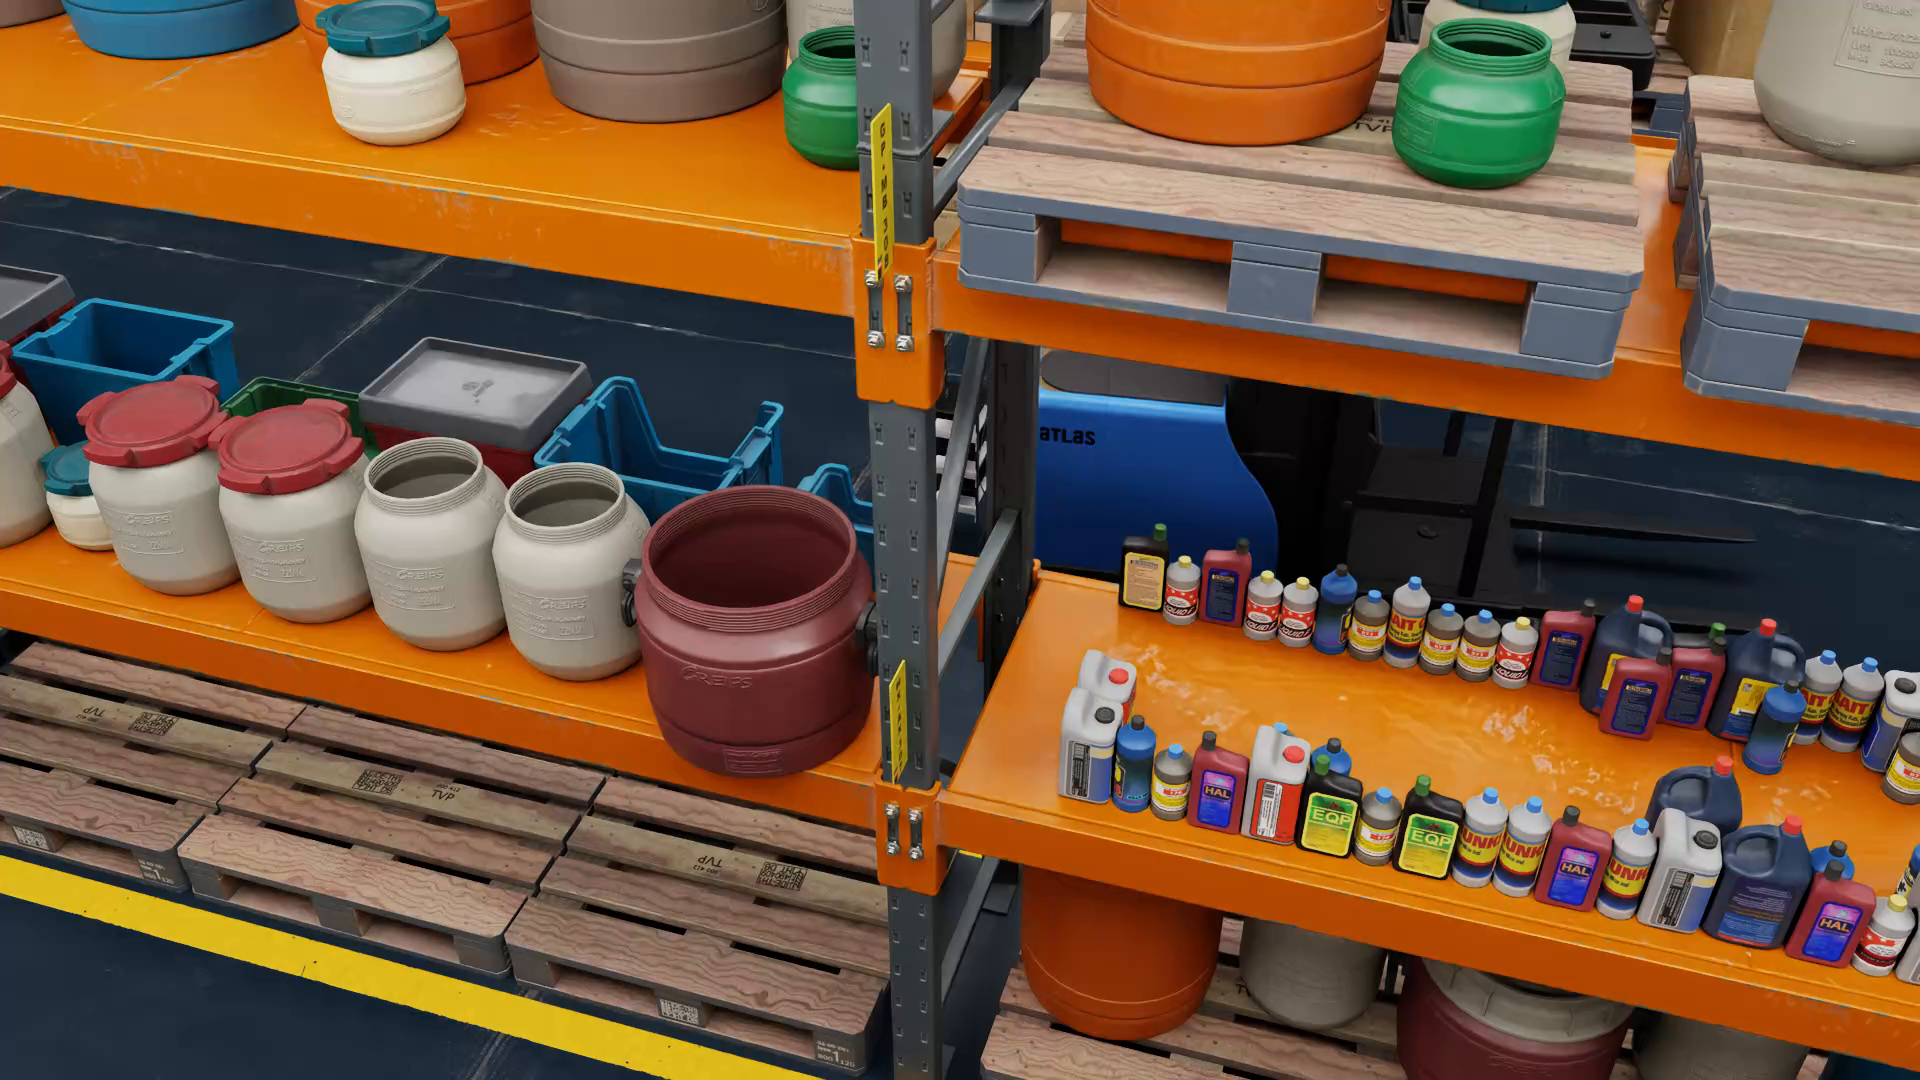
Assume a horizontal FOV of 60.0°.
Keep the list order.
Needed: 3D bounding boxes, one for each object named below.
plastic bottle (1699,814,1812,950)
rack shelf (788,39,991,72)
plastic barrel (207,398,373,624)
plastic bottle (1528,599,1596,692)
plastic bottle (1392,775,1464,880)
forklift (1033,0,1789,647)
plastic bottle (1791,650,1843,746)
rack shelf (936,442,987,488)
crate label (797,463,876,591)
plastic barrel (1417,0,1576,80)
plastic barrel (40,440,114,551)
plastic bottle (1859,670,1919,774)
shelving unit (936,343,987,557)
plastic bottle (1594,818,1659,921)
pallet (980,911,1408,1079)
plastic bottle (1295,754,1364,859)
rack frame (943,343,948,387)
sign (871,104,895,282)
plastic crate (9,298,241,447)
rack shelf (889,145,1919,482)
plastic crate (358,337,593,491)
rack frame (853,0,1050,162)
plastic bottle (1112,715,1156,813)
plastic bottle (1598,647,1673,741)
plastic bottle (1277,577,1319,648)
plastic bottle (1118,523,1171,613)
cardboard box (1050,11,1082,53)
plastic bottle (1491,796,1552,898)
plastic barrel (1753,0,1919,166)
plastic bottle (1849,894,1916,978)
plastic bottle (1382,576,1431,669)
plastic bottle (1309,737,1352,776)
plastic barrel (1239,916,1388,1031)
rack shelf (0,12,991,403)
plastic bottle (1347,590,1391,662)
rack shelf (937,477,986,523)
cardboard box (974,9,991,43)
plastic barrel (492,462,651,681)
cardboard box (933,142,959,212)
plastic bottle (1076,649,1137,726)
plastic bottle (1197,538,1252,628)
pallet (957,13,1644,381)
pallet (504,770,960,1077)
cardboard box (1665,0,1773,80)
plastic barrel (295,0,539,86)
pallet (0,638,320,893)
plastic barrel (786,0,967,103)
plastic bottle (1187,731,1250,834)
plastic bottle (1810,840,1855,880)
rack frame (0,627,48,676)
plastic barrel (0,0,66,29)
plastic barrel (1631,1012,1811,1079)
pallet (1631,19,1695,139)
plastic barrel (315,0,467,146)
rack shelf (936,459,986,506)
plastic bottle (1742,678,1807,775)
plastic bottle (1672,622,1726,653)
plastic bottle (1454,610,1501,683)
[{"bbox_3d":[1.802,0.749,3.744,0.185,0.351,0.144,10,38,14],"label":"plastic bottle"},{"bbox_3d":[-0.418,-2.672,8.957,4.000,0.370,1.077,10,38,14],"label":"rack shelf"},{"bbox_3d":[-1.846,-0.069,4.698,0.433,0.535,0.433,0,36,0],"label":"plastic barrel"},{"bbox_3d":[1.615,0.273,4.447,0.133,0.283,0.061,10,38,14],"label":"plastic bottle"},{"bbox_3d":[1.104,0.672,3.904,0.133,0.283,0.061,10,38,14],"label":"plastic bottle"},{"bbox_3d":[1.756,-0.996,6.130,3.031,2.935,1.130,6,37,8],"label":"forklift"},{"bbox_3d":[2.200,0.398,4.288,0.097,0.271,0.097,0,36,0],"label":"plastic bottle"},{"bbox_3d":[0.008,-0.334,7.001,0.200,0.077,0.258,10,38,14],"label":"rack shelf"},{"bbox_3d":[-0.280,-0.025,4.895,0.416,0.233,0.303,10,38,14],"label":"crate label"},{"bbox_3d":[1.078,-1.021,3.339,0.301,0.262,0.301,0,36,0],"label":"plastic barrel"},{"bbox_3d":[-2.590,-0.137,5.022,0.301,0.262,0.301,0,36,0],"label":"plastic barrel"},{"bbox_3d":[2.395,0.449,4.214,0.135,0.276,0.152,10,38,14],"label":"plastic bottle"},{"bbox_3d":[0.008,-0.361,6.981,0.210,0.900,0.258,10,38,14],"label":"shelving unit"},{"bbox_3d":[1.532,0.745,3.816,0.097,0.271,0.097,0,36,0],"label":"plastic bottle"},{"bbox_3d":[0.776,1.433,5.125,1.213,0.211,1.003,10,38,14],"label":"pallet"},{"bbox_3d":[0.883,0.632,3.960,0.133,0.283,0.061,10,38,14],"label":"plastic bottle"},{"bbox_3d":[-0.089,-0.379,7.006,0.006,0.900,0.240,10,38,14],"label":"rack frame"},{"bbox_3d":[-0.147,-0.659,3.173,0.005,0.325,0.100,10,38,14],"label":"sign"},{"bbox_3d":[-2.662,-0.488,5.396,0.575,0.384,0.392,10,38,14],"label":"plastic crate"},{"bbox_3d":[1.920,-0.371,3.300,4.000,0.370,1.077,10,38,14],"label":"rack shelf"},{"bbox_3d":[-1.440,-0.291,5.060,0.583,0.464,0.402,10,38,14],"label":"plastic crate"},{"bbox_3d":[0.011,-2.222,2.678,0.127,3.000,1.000,10,38,14],"label":"rack frame"},{"bbox_3d":[0.430,0.541,4.093,0.097,0.271,0.097,0,36,0],"label":"plastic bottle"},{"bbox_3d":[1.749,0.387,4.292,0.133,0.283,0.061,10,38,14],"label":"plastic bottle"},{"bbox_3d":[0.942,0.193,4.625,0.097,0.201,0.097,0,36,0],"label":"plastic bottle"},{"bbox_3d":[0.524,0.071,4.721,0.133,0.283,0.061,10,38,14],"label":"plastic bottle"},{"bbox_3d":[0.551,-2.510,8.341,0.250,0.149,0.380,10,38,14],"label":"cardboard box"},{"bbox_3d":[1.312,0.704,3.871,0.097,0.271,0.097,0,36,0],"label":"plastic bottle"},{"bbox_3d":[1.748,-1.010,3.092,0.433,0.535,0.433,0,36,0],"label":"plastic barrel"},{"bbox_3d":[2.057,0.871,3.704,0.097,0.201,0.097,0,36,0],"label":"plastic bottle"},{"bbox_3d":[1.221,0.216,4.534,0.097,0.271,0.097,0,36,0],"label":"plastic bottle"},{"bbox_3d":[0.890,0.588,4.029,0.097,0.271,0.097,0,36,0],"label":"plastic bottle"},{"bbox_3d":[1.048,1.153,4.898,0.421,0.512,0.421,0,36,0],"label":"plastic barrel"},{"bbox_3d":[-1.898,-1.078,4.260,4.000,0.370,1.077,10,38,14],"label":"rack shelf"},{"bbox_3d":[1.128,0.227,4.578,0.097,0.201,0.097,0,36,0],"label":"plastic bottle"},{"bbox_3d":[0.008,-0.189,7.108,0.200,0.077,0.258,10,38,14],"label":"rack shelf"},{"bbox_3d":[0.257,-2.700,8.600,0.250,0.149,0.380,13,38,17],"label":"cardboard box"},{"bbox_3d":[-1.035,0.088,4.506,0.421,0.512,0.421,0,36,0],"label":"plastic barrel"},{"bbox_3d":[-0.061,-2.028,8.967,0.500,0.311,0.500,10,38,14],"label":"cardboard box"},{"bbox_3d":[0.373,0.417,4.257,0.135,0.276,0.152,10,38,14],"label":"plastic bottle"},{"bbox_3d":[0.744,0.112,4.666,0.133,0.283,0.061,10,38,14],"label":"plastic bottle"},{"bbox_3d":[0.712,-0.748,3.364,1.213,0.211,1.003,10,38,14],"label":"pallet"},{"bbox_3d":[-0.717,1.158,5.499,1.213,0.211,1.003,10,38,14],"label":"pallet"},{"bbox_3d":[3.605,-2.388,7.525,0.500,0.500,0.700,2,36,2],"label":"cardboard box"},{"bbox_3d":[-1.333,-1.571,3.961,0.708,0.830,0.600,10,38,14],"label":"plastic barrel"},{"bbox_3d":[-3.046,0.727,6.084,1.213,0.211,1.003,10,38,14],"label":"pallet"},{"bbox_3d":[-0.194,-1.287,3.844,0.421,0.512,0.421,0,36,0],"label":"plastic barrel"},{"bbox_3d":[0.628,0.584,4.024,0.133,0.283,0.061,10,38,14],"label":"plastic bottle"},{"bbox_3d":[1.948,0.784,3.762,0.097,0.271,0.097,0,36,0],"label":"plastic bottle"},{"bbox_3d":[-3.807,-0.513,5.417,0.127,3.000,1.000,10,38,14],"label":"rack frame"},{"bbox_3d":[-2.633,-1.840,4.267,0.600,0.901,0.600,0,36,0],"label":"plastic barrel"},{"bbox_3d":[2.126,1.352,4.627,0.421,0.512,0.421,0,36,0],"label":"plastic barrel"},{"bbox_3d":[3.349,-2.190,7.856,1.213,0.211,1.003,10,38,14],"label":"pallet"},{"bbox_3d":[-1.273,-1.051,3.734,0.301,0.262,0.301,0,36,0],"label":"plastic barrel"},{"bbox_3d":[0.008,-0.262,7.054,0.200,0.077,0.258,10,38,14],"label":"rack shelf"},{"bbox_3d":[2.064,0.462,4.201,0.097,0.271,0.097,0,36,0],"label":"plastic bottle"},{"bbox_3d":[1.919,0.329,4.371,0.133,0.283,0.061,10,38,14],"label":"plastic bottle"},{"bbox_3d":[1.407,0.279,4.508,0.097,0.201,0.097,0,36,0],"label":"plastic bottle"}]
